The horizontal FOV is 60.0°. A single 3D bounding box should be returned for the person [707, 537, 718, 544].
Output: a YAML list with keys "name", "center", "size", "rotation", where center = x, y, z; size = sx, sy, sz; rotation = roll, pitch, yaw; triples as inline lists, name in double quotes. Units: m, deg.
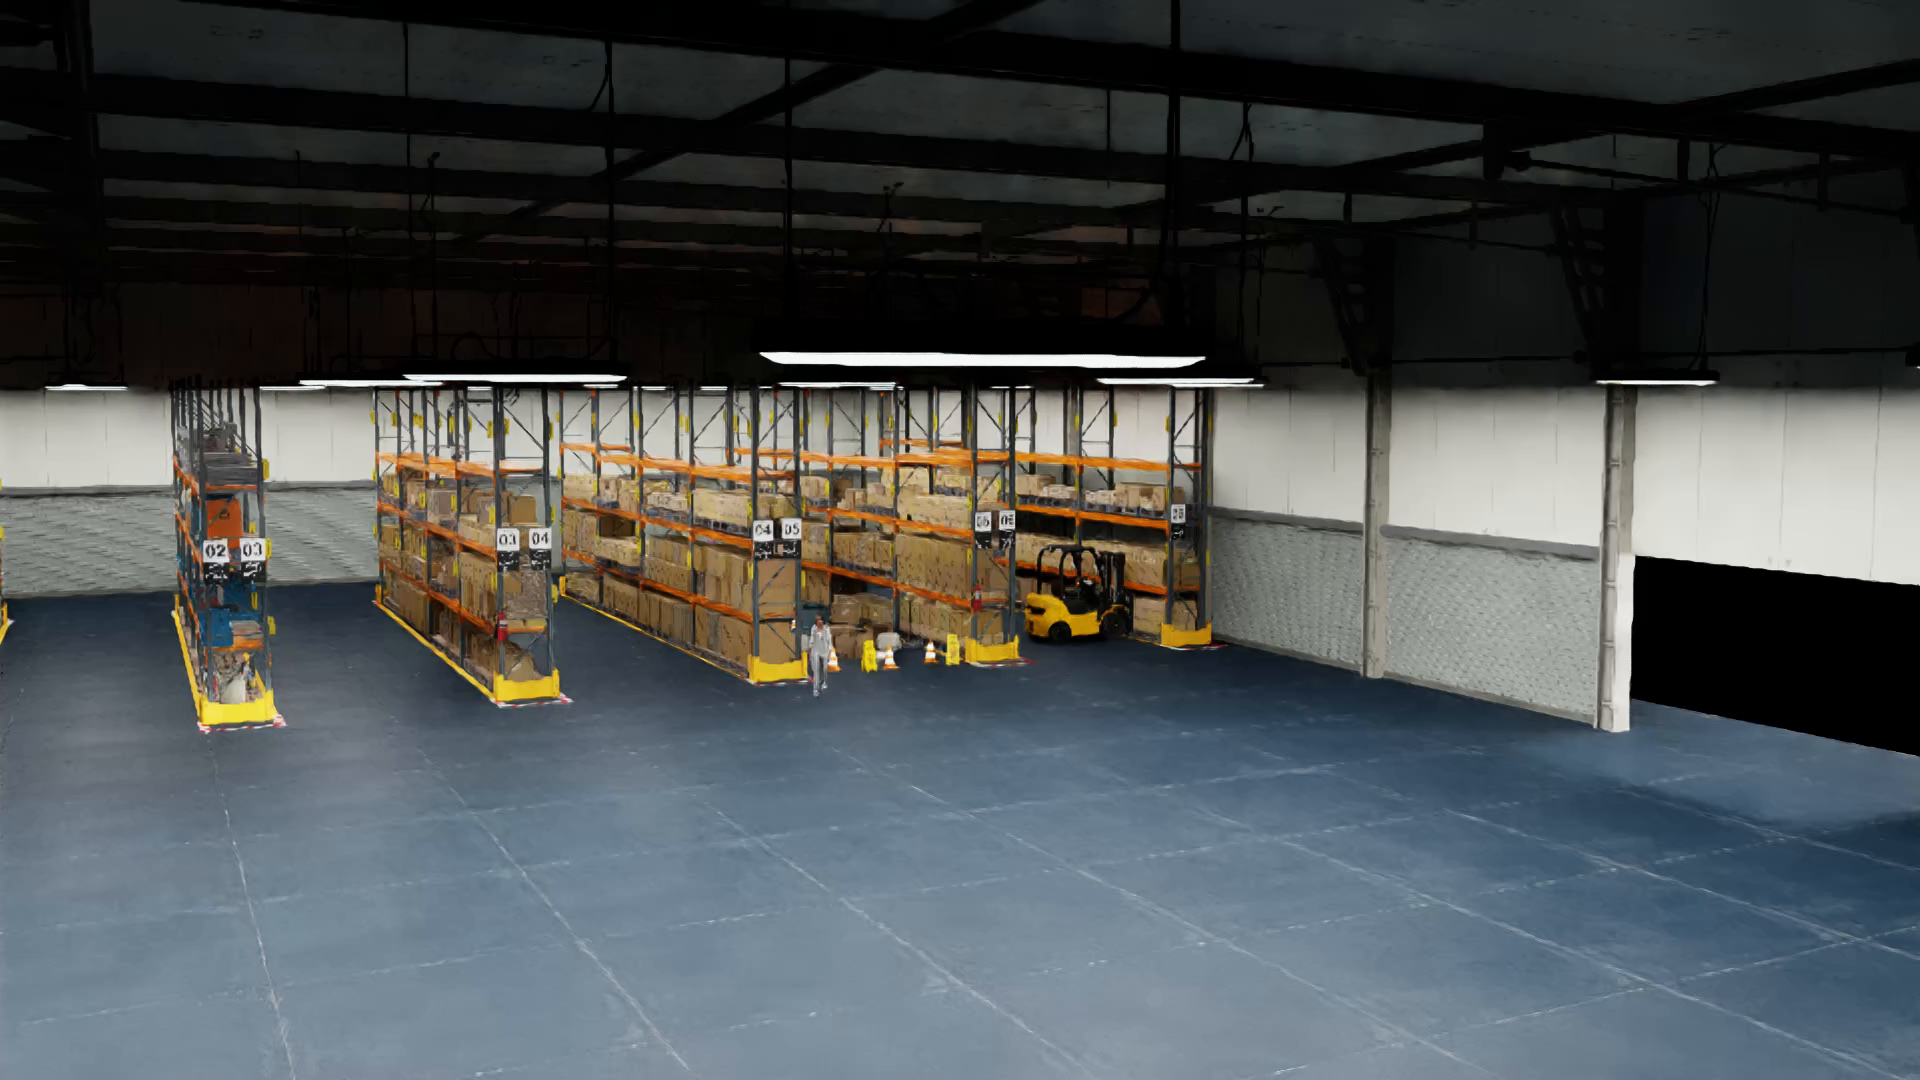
- name: "person"
  center: [-7.480, 0.447, 50.523]
  size: [0.468, 1.591, 0.518]
  rotation: [3, 6, 31]

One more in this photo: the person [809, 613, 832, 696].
- name: "person"
  center: [-2.641, 2.140, 31.513]
  size: [0.439, 1.542, 0.848]
  rotation: [-1, 5, -10]

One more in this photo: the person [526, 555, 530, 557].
- name: "person"
  center: [-12.293, 0.652, 47.968]
  size: [0.499, 1.620, 0.943]
  rotation: [0, 5, -4]
